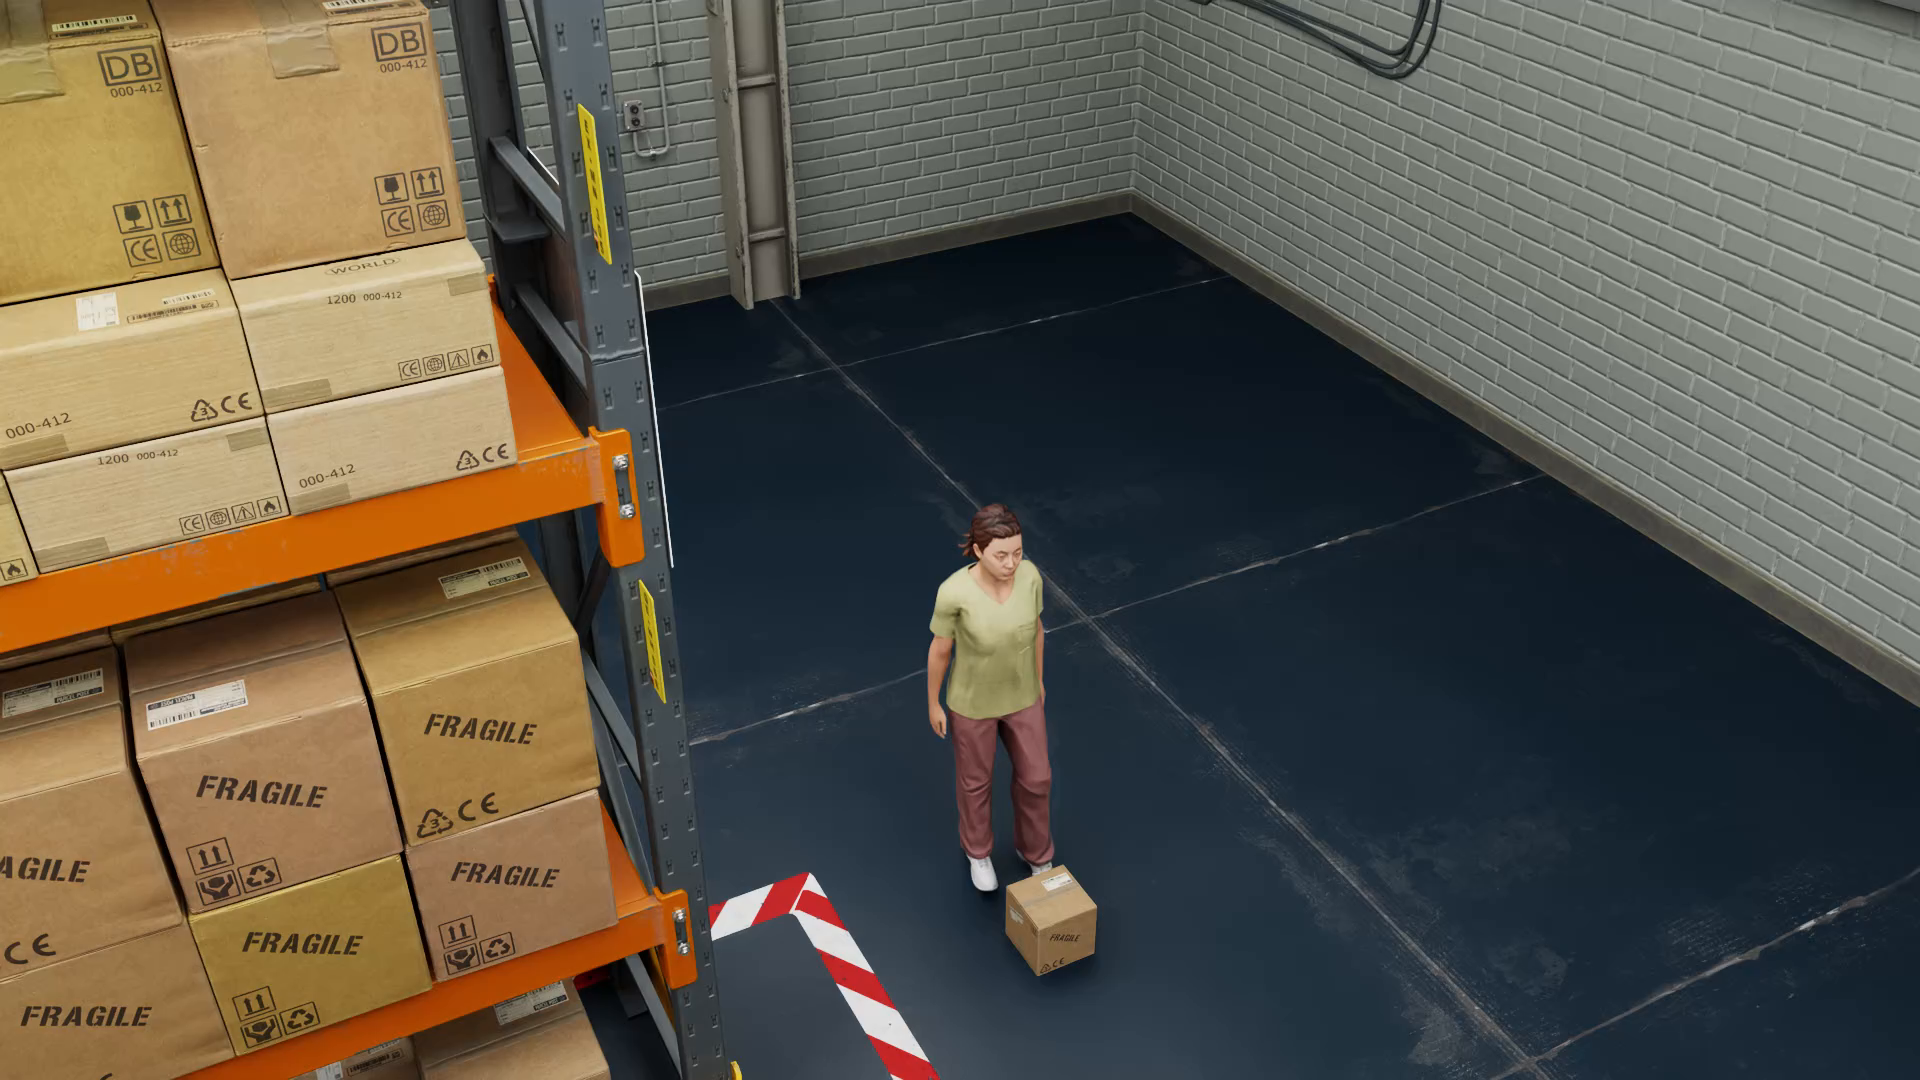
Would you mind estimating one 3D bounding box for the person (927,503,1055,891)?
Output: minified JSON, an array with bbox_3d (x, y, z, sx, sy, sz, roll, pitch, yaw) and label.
[{"bbox_3d":[0.129,0.642,6.208,0.476,1.743,0.424,-11,35,-17],"label":"person"}]
